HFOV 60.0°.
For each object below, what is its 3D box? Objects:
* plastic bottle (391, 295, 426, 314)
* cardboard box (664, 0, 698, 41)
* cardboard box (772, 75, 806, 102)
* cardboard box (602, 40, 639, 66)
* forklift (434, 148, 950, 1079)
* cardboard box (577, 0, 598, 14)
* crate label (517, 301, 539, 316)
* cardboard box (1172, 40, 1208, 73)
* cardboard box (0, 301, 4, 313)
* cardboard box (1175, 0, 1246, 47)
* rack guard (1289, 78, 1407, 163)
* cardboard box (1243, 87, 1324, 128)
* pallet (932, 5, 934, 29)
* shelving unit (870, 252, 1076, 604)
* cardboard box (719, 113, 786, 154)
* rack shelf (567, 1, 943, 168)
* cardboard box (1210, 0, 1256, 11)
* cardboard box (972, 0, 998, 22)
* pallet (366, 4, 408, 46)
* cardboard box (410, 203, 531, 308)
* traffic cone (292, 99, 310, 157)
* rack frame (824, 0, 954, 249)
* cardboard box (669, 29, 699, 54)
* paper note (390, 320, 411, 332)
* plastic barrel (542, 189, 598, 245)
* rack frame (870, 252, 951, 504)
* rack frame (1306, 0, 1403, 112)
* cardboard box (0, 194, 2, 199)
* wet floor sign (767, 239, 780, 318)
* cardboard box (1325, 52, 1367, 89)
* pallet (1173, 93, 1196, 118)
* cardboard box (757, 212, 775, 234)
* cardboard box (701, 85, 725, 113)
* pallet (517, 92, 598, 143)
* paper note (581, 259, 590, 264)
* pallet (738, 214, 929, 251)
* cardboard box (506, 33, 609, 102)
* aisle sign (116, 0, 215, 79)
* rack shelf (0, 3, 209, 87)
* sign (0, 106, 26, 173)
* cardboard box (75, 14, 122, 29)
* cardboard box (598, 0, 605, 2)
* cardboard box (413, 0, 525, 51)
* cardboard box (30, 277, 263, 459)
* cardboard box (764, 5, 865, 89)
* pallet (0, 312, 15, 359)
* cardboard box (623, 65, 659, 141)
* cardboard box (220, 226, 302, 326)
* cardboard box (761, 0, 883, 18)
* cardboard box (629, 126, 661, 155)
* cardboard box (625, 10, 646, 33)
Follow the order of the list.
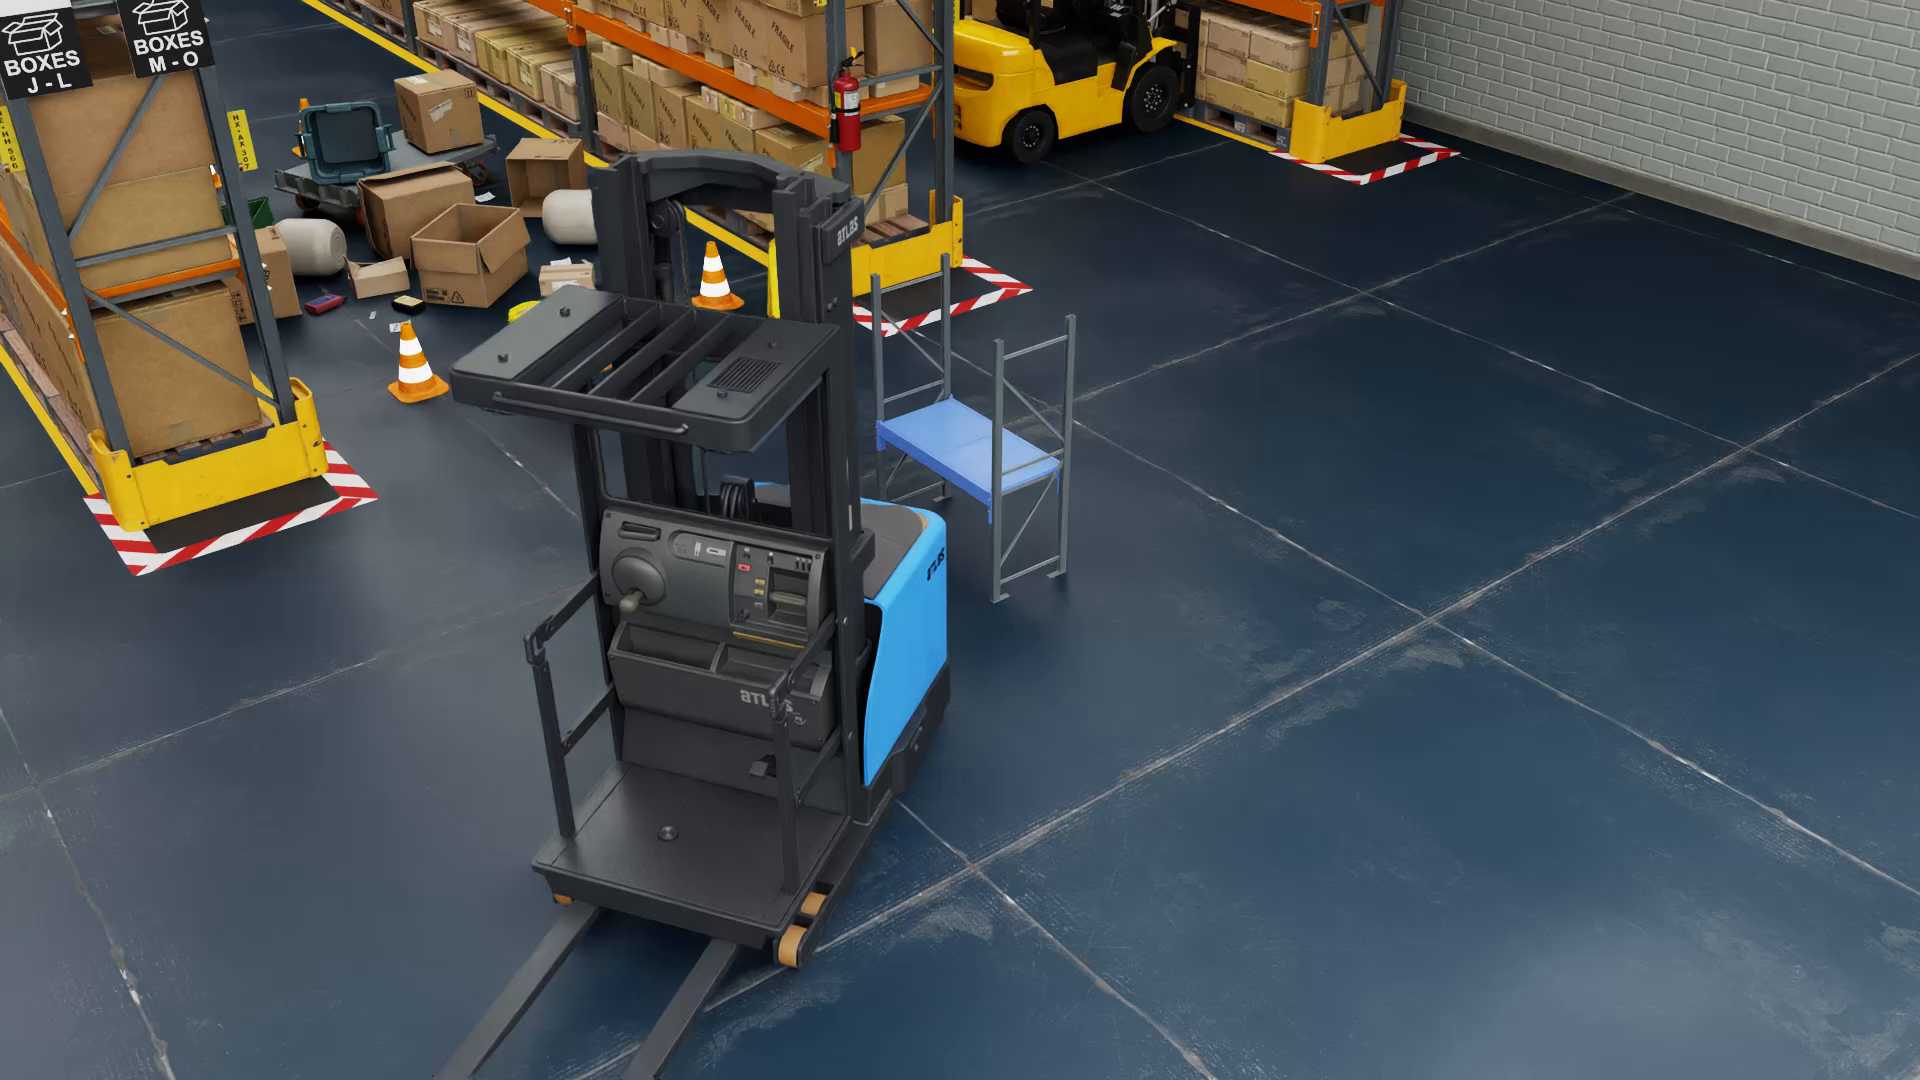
[{"bbox_3d":[-3.976,-1.694,11.920,0.283,0.061,0.133,18,36,27],"label":"plastic bottle"},{"bbox_3d":[-1.927,-4.163,12.733,0.500,0.500,0.500,-22,38,-31],"label":"cardboard box"},{"bbox_3d":[-1.115,-3.269,11.909,0.380,0.149,0.250,-23,38,-32],"label":"cardboard box"},{"bbox_3d":[-2.749,-4.086,13.869,0.380,0.149,0.250,-22,38,-31],"label":"cardboard box"},{"bbox_3d":[-1.021,0.190,6.166,1.130,2.935,3.031,11,33,17],"label":"forklift"},{"bbox_3d":[-2.987,-4.545,13.963,0.380,0.149,0.250,-22,38,-32],"label":"cardboard box"},{"bbox_3d":[-2.956,-1.572,11.652,0.298,0.136,0.250,12,34,19],"label":"crate label"},{"bbox_3d":[2.267,-4.572,15.503,0.500,0.250,0.500,-23,39,-32],"label":"cardboard box"},{"bbox_3d":[-6.444,-2.234,11.620,0.875,0.875,0.875,-22,38,-31],"label":"cardboard box"},{"bbox_3d":[2.281,-4.771,15.349,0.500,0.250,0.500,-22,38,-31],"label":"cardboard box"},{"bbox_3d":[3.460,-3.755,14.822,1.175,0.500,0.348,-22,38,-31],"label":"rack guard"},{"bbox_3d":[2.907,-3.931,14.944,0.500,0.250,0.500,-22,38,-31],"label":"cardboard box"},{"bbox_3d":[-0.243,-6.113,18.892,1.003,0.211,1.213,-22,38,-31],"label":"pallet"},{"bbox_3d":[0.052,-0.602,8.797,0.538,1.500,1.048,-22,38,-31],"label":"shelving unit"},{"bbox_3d":[-1.493,-3.014,12.758,0.500,0.500,0.500,-21,37,-30],"label":"cardboard box"},{"bbox_3d":[-1.700,-3.748,13.123,1.077,0.370,4.000,-22,38,-31],"label":"rack shelf"},{"bbox_3d":[2.692,-4.943,15.626,0.500,0.250,0.500,-23,38,-32],"label":"cardboard box"},{"bbox_3d":[0.663,-5.878,17.723,0.875,0.625,0.625,-20,37,-29],"label":"cardboard box"},{"bbox_3d":[-5.803,-5.722,18.263,1.003,0.211,1.213,-22,38,-31],"label":"pallet"},{"bbox_3d":[-3.550,-2.072,12.109,0.637,0.503,0.797,6,32,10],"label":"cardboard box"},{"bbox_3d":[-5.760,-3.670,14.721,0.336,0.463,0.334,-22,38,-31],"label":"traffic cone"},{"bbox_3d":[-0.474,-3.220,11.591,1.000,3.000,0.127,-22,38,-31],"label":"rack frame"},{"bbox_3d":[-2.033,-3.913,12.945,0.380,0.149,0.250,-22,38,-32],"label":"cardboard box"},{"bbox_3d":[-3.917,-1.500,11.637,0.144,0.017,0.142,-10,33,-15],"label":"paper note"},{"bbox_3d":[-2.936,-2.496,12.868,0.512,0.421,0.421,1,32,2],"label":"plastic barrel"},{"bbox_3d":[-0.259,-0.813,9.138,0.500,1.500,0.032,-22,38,-31],"label":"rack frame"},{"bbox_3d":[3.445,-4.827,14.179,1.000,3.000,0.127,-22,38,-31],"label":"rack frame"},{"bbox_3d":[-5.541,-2.483,10.263,0.875,0.550,0.500,-22,38,-31],"label":"cardboard box"},{"bbox_3d":[-1.202,-1.794,11.527,0.267,0.644,0.232,-10,33,-15],"label":"wet floor sign"},{"bbox_3d":[3.321,-4.313,15.086,0.500,0.250,0.500,-21,38,-31],"label":"cardboard box"},{"bbox_3d":[2.199,-4.456,16.224,1.003,0.211,1.213,-22,38,-31],"label":"pallet"},{"bbox_3d":[-1.196,-2.490,12.624,0.500,0.250,0.500,-22,38,-32],"label":"cardboard box"},{"bbox_3d":[-1.761,-3.421,12.798,0.380,0.149,0.250,-21,37,-29],"label":"cardboard box"},{"bbox_3d":[-3.405,-4.026,15.532,1.003,0.211,1.213,-22,38,-31],"label":"pallet"},{"bbox_3d":[-2.843,-2.115,12.645,0.032,0.001,0.123,-22,38,-31],"label":"paper note"},{"bbox_3d":[-0.990,-2.417,12.941,1.003,0.211,1.213,-22,38,-31],"label":"pallet"},{"bbox_3d":[-3.694,-4.465,15.689,0.950,0.372,0.625,-20,37,-29],"label":"cardboard box"},{"bbox_3d":[-4.041,-2.748,8.367,0.394,0.787,0.004,-22,38,-31],"label":"aisle sign"},{"bbox_3d":[-5.548,-3.378,9.685,1.077,0.370,4.000,-22,38,-31],"label":"rack shelf"},{"bbox_3d":[-4.759,-1.999,8.303,0.100,0.325,0.005,-22,38,-31],"label":"sign"},{"bbox_3d":[-5.165,-2.742,9.657,0.875,0.550,0.550,-22,38,-31],"label":"cardboard box"},{"bbox_3d":[-2.877,-4.782,13.730,0.500,0.500,0.500,-22,38,-32],"label":"cardboard box"},{"bbox_3d":[-5.041,-5.377,17.157,0.950,0.372,0.625,-25,40,-34],"label":"cardboard box"},{"bbox_3d":[-4.790,-1.113,9.815,0.875,0.875,0.875,-22,38,-31],"label":"cardboard box"},{"bbox_3d":[-1.024,-3.526,11.707,0.500,0.500,0.500,-23,39,-32],"label":"cardboard box"},{"bbox_3d":[-6.370,-1.716,11.813,1.003,0.211,1.213,-22,38,-31],"label":"pallet"},{"bbox_3d":[-2.440,-3.663,13.802,0.500,0.500,0.500,-21,37,-30],"label":"cardboard box"},{"bbox_3d":[-5.012,-1.867,11.780,0.500,0.500,0.500,-16,35,-23],"label":"cardboard box"},{"bbox_3d":[-0.959,-3.955,11.451,0.700,0.500,0.500,-23,39,-33],"label":"cardboard box"},{"bbox_3d":[-2.442,-3.345,14.001,0.500,0.250,0.500,-20,37,-29],"label":"cardboard box"},{"bbox_3d":[-2.480,-4.241,13.474,0.380,0.149,0.250,-21,38,-30],"label":"cardboard box"}]
